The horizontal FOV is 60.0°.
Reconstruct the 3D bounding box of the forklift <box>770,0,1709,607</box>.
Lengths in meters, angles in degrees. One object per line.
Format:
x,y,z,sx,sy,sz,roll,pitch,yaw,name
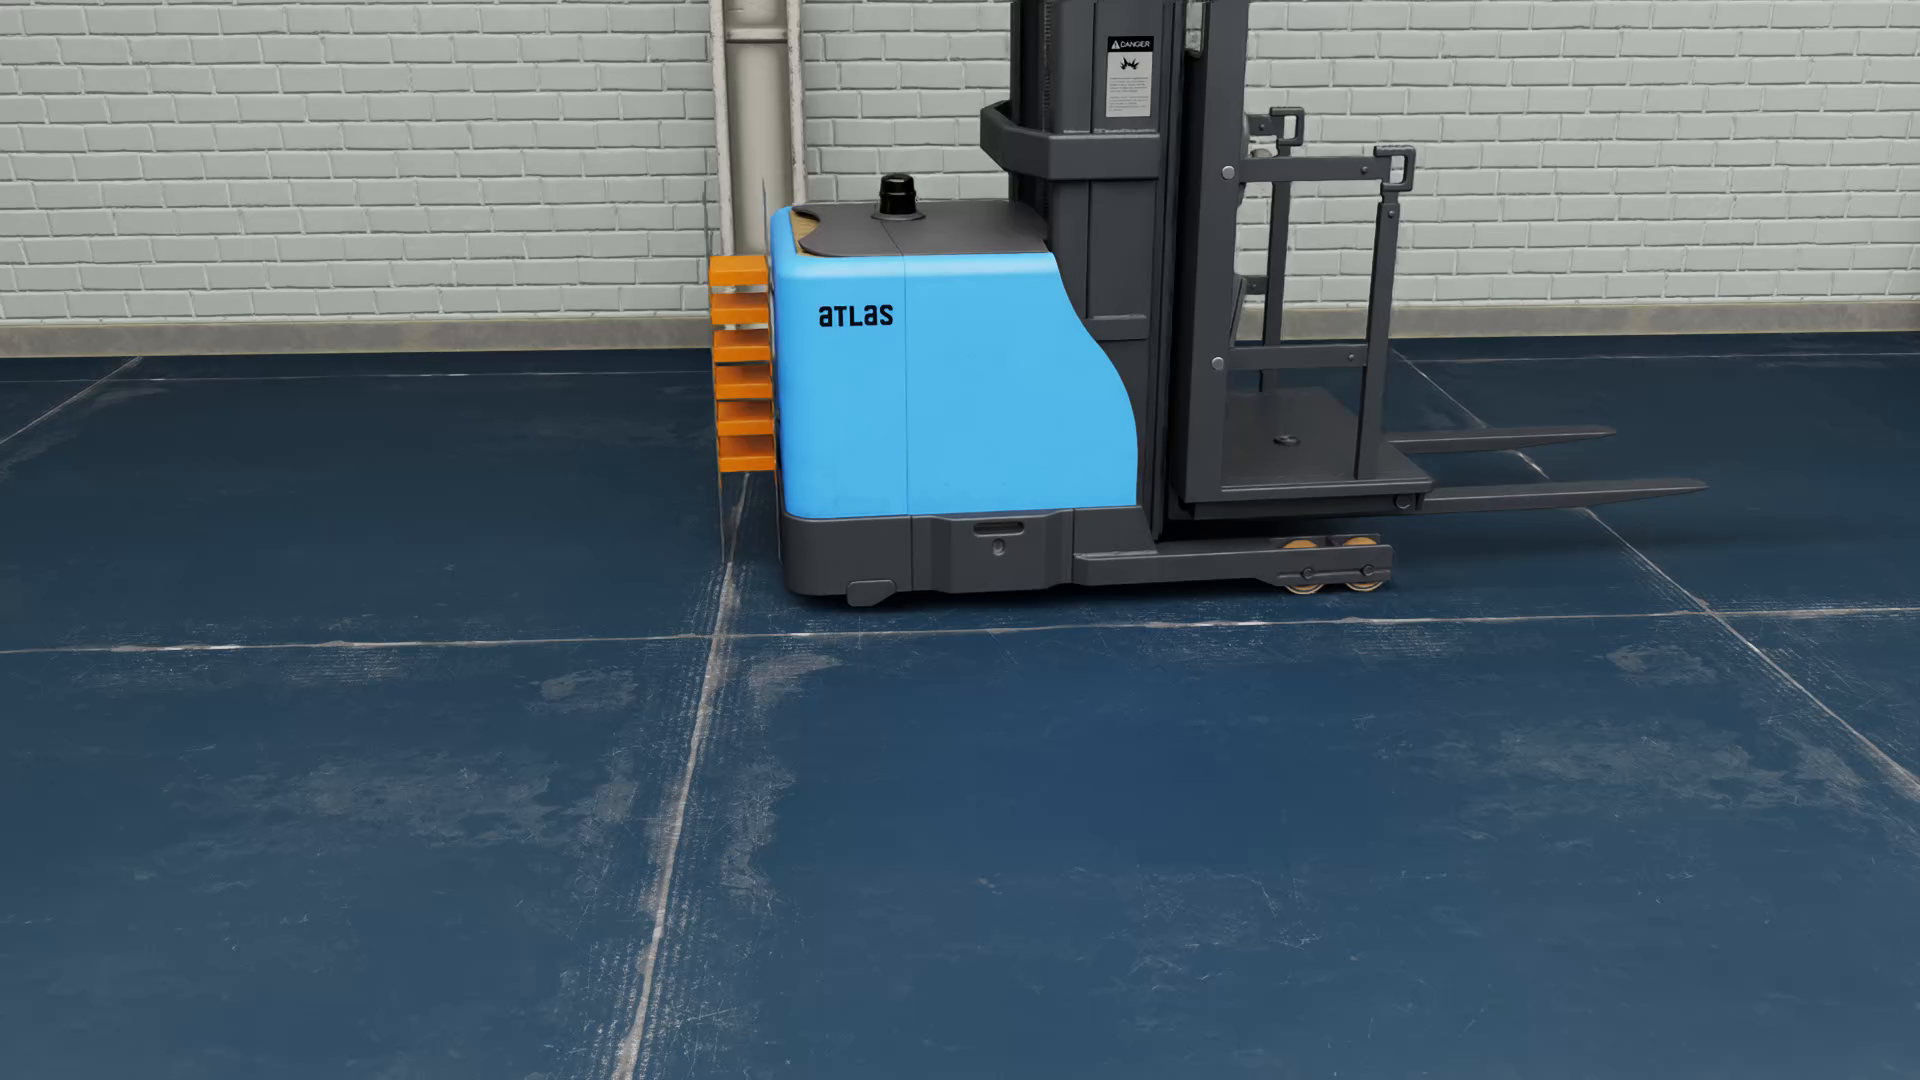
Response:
0.915,-1.384,5.137,3.031,2.935,1.130,-3,21,-7,forklift

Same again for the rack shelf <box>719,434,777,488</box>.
-0.694,-0.262,5.423,0.180,0.103,0.258,-3,21,-7,rack shelf

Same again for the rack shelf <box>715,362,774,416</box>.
-0.694,-0.487,5.338,0.180,0.103,0.258,-3,21,-7,rack shelf

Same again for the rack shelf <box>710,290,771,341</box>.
-0.694,-0.711,5.252,0.180,0.103,0.258,-3,21,-7,rack shelf

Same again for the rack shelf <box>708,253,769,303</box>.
-0.694,-0.823,5.210,0.180,0.103,0.258,-3,21,-7,rack shelf

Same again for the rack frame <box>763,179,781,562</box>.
-0.603,-0.532,5.333,0.006,1.200,0.240,-3,21,-7,rack frame

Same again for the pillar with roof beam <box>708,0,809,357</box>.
-0.661,-3.571,2.354,0.400,9.000,9.100,-1,21,-3,pillar with roof beam

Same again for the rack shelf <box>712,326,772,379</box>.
-0.694,-0.599,5.295,0.180,0.103,0.258,-3,21,-7,rack shelf

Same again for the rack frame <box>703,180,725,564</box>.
-0.784,-0.524,5.311,0.006,1.200,0.240,-3,21,-7,rack frame

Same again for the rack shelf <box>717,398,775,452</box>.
-0.694,-0.374,5.380,0.180,0.103,0.258,-3,21,-7,rack shelf

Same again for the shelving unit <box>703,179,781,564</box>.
-0.694,-0.528,5.322,0.189,1.200,0.258,-3,21,-7,shelving unit
